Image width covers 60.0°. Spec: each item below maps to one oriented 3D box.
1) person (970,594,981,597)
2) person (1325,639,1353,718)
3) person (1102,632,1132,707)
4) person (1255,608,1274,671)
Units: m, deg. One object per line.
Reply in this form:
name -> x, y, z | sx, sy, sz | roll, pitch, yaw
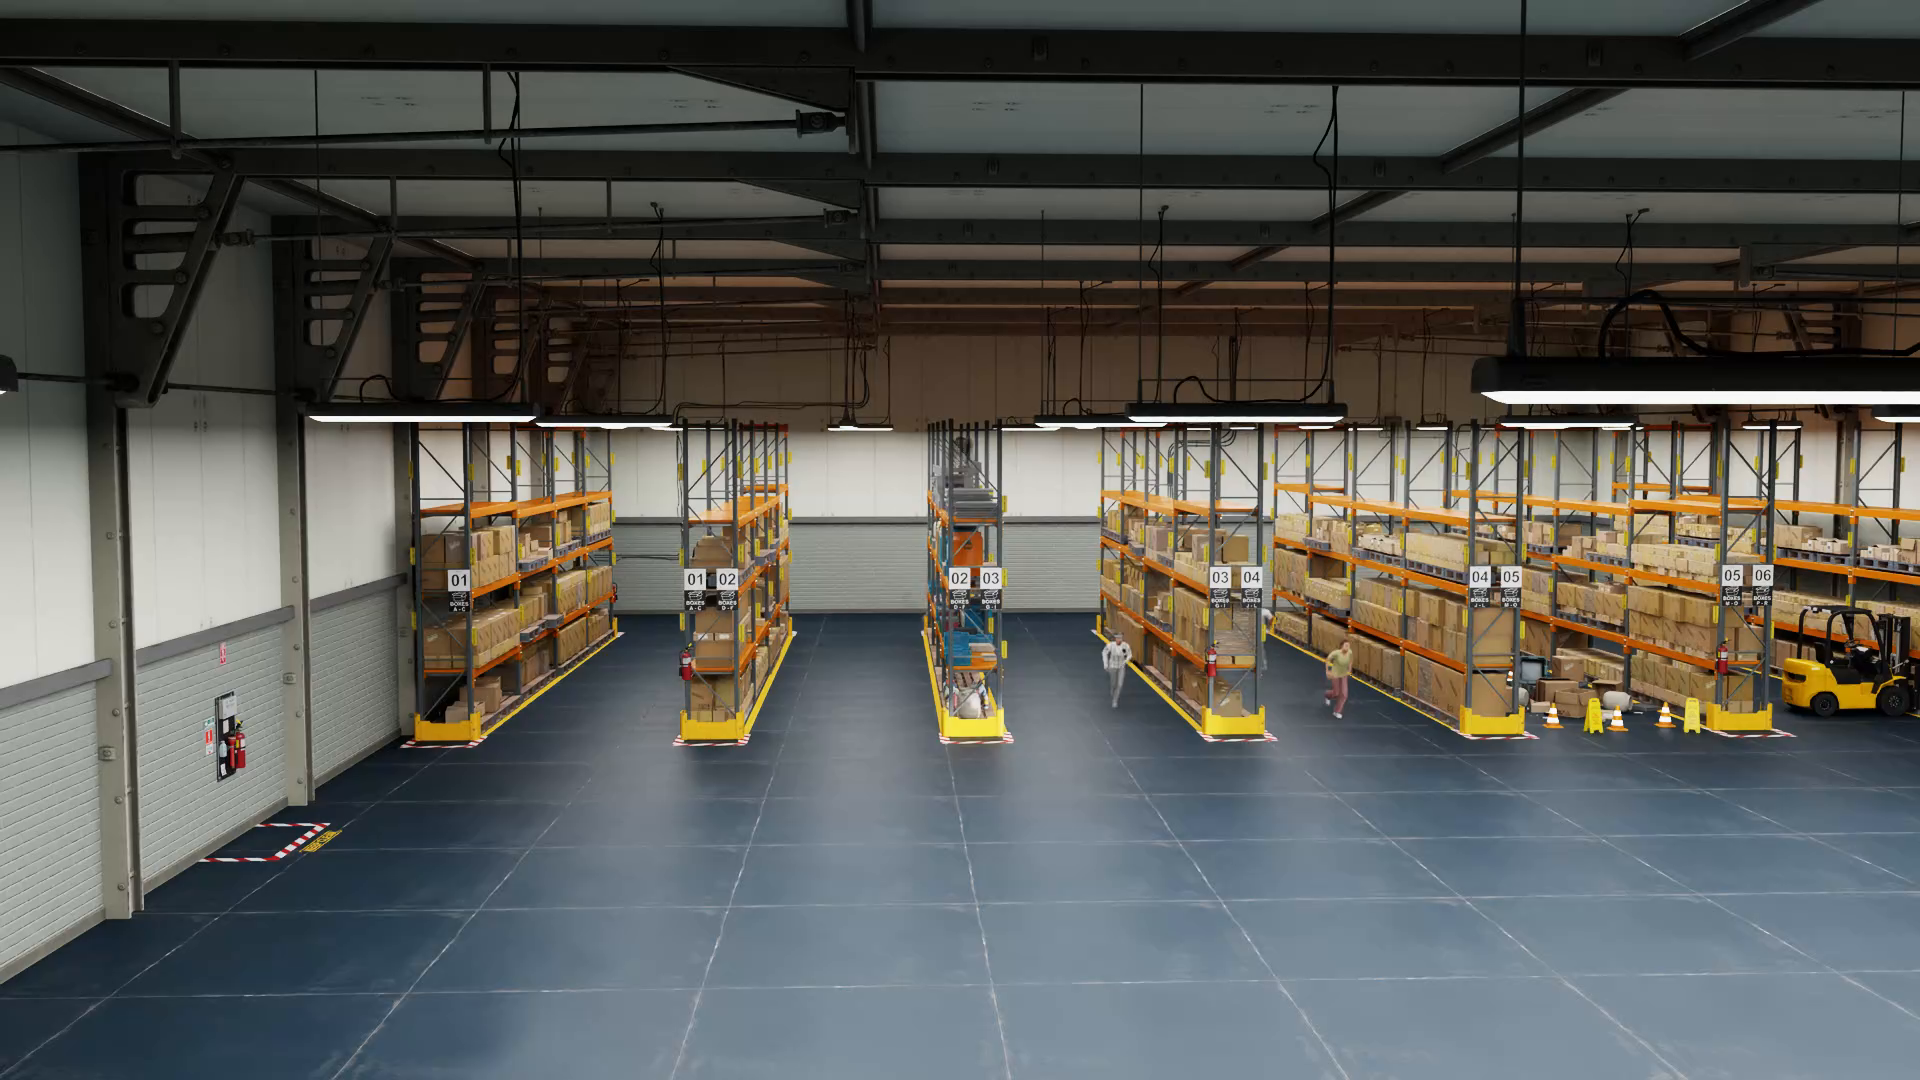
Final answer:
person -> 0.415, 1.707, 50.336 | 1.019, 1.694, 0.702 | 1, 4, 11
person -> 7.661, 2.786, 33.757 | 0.577, 1.610, 0.790 | -1, 4, -22
person -> 3.302, 2.700, 34.941 | 0.608, 1.619, 0.690 | 0, 4, -5
person -> 7.177, 2.277, 40.527 | 0.919, 1.758, 0.749 | 1, 4, 10
